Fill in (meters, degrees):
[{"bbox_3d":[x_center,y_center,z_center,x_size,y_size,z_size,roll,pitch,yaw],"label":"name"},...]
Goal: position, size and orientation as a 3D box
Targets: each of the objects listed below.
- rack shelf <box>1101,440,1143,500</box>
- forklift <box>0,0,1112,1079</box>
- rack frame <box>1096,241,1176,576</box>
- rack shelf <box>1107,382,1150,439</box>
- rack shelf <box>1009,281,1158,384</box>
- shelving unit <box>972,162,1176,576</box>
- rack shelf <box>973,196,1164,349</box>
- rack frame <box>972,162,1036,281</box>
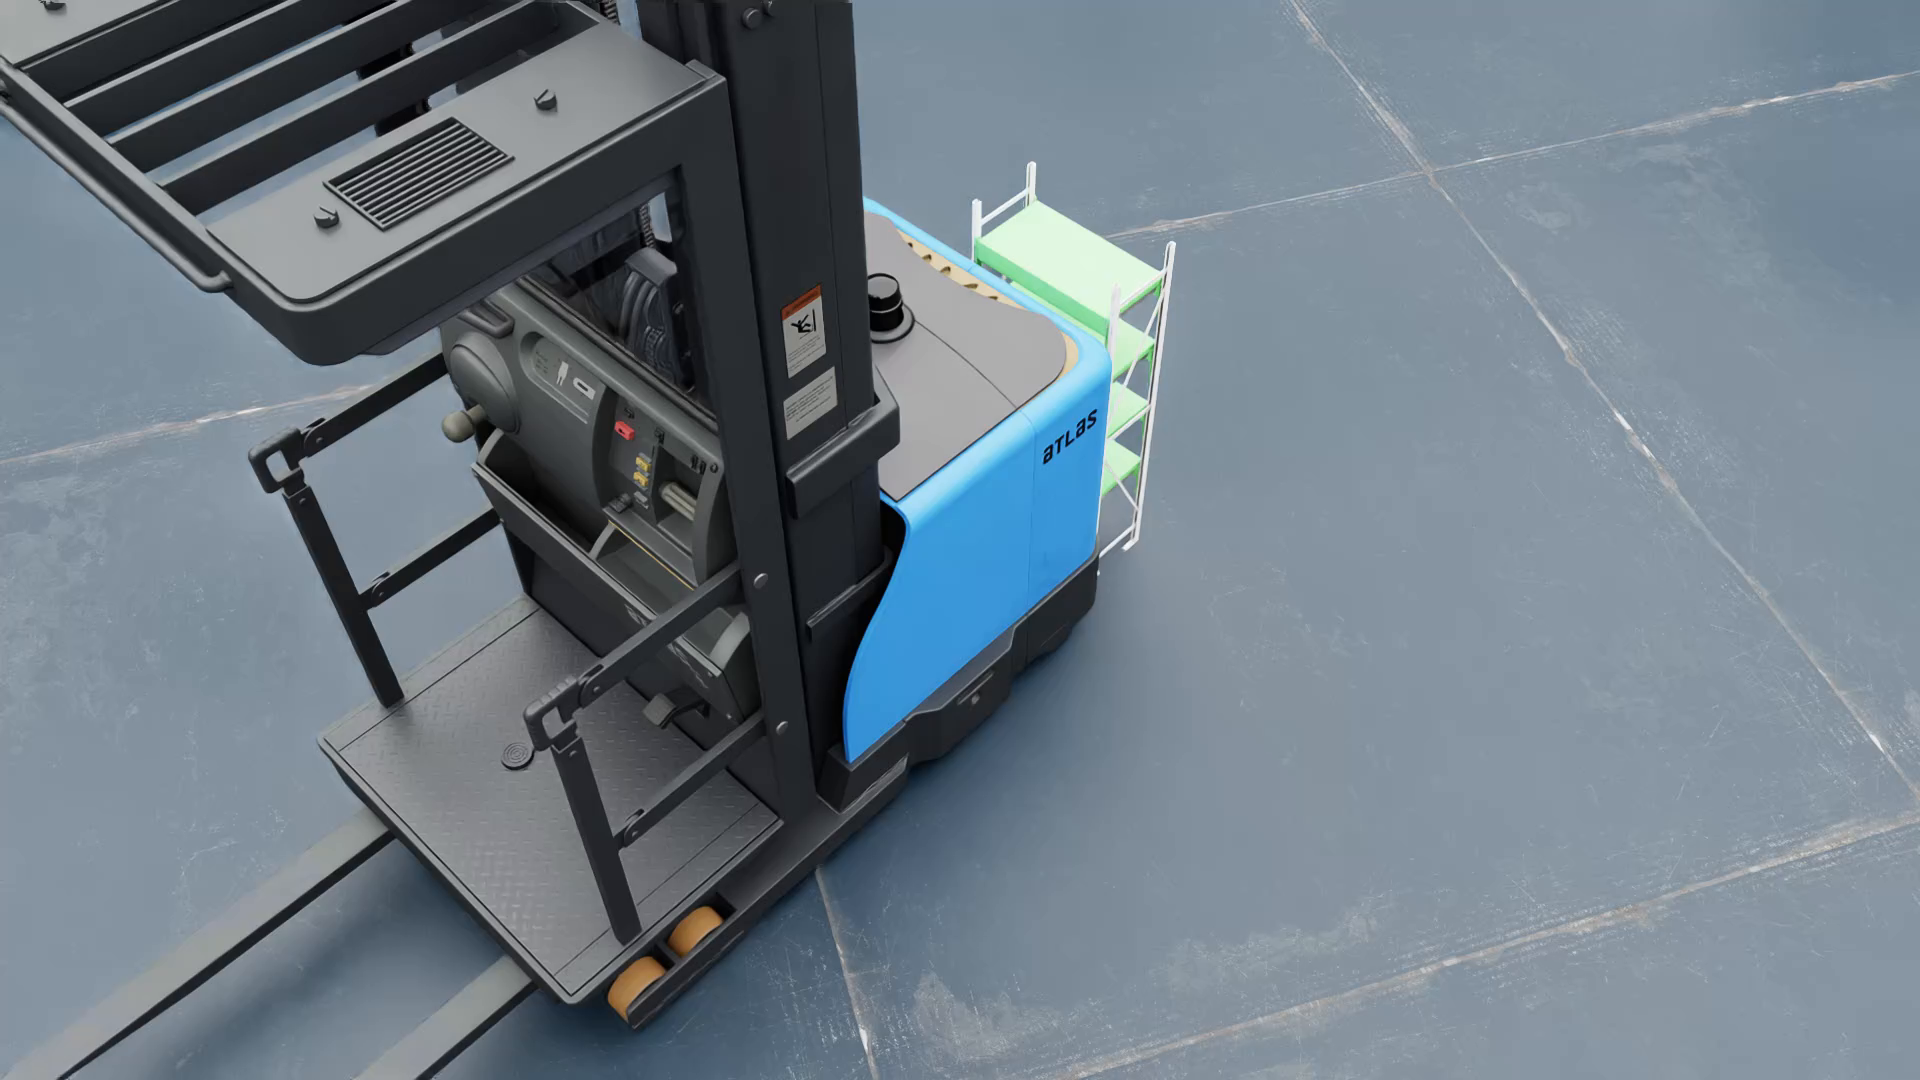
[{"bbox_3d":[0.297,-0.255,5.078,0.480,0.148,0.258,36,59,26],"label":"rack shelf"},{"bbox_3d":[-0.970,-0.176,3.481,1.130,2.935,3.031,36,59,26],"label":"forklift"},{"bbox_3d":[0.474,-0.323,4.737,0.015,1.200,0.240,36,59,26],"label":"rack frame"},{"bbox_3d":[0.297,-0.410,4.894,0.480,0.148,0.258,36,59,26],"label":"rack shelf"},{"bbox_3d":[0.297,-0.565,4.711,0.480,0.148,0.258,36,59,26],"label":"rack shelf"},{"bbox_3d":[0.297,-0.451,4.845,0.503,1.200,0.258,36,59,26],"label":"shelving unit"},{"bbox_3d":[0.297,-0.719,4.527,0.480,0.148,0.258,36,59,26],"label":"rack shelf"},{"bbox_3d":[0.120,-0.579,4.954,0.015,1.200,0.240,36,59,26],"label":"rack frame"}]
